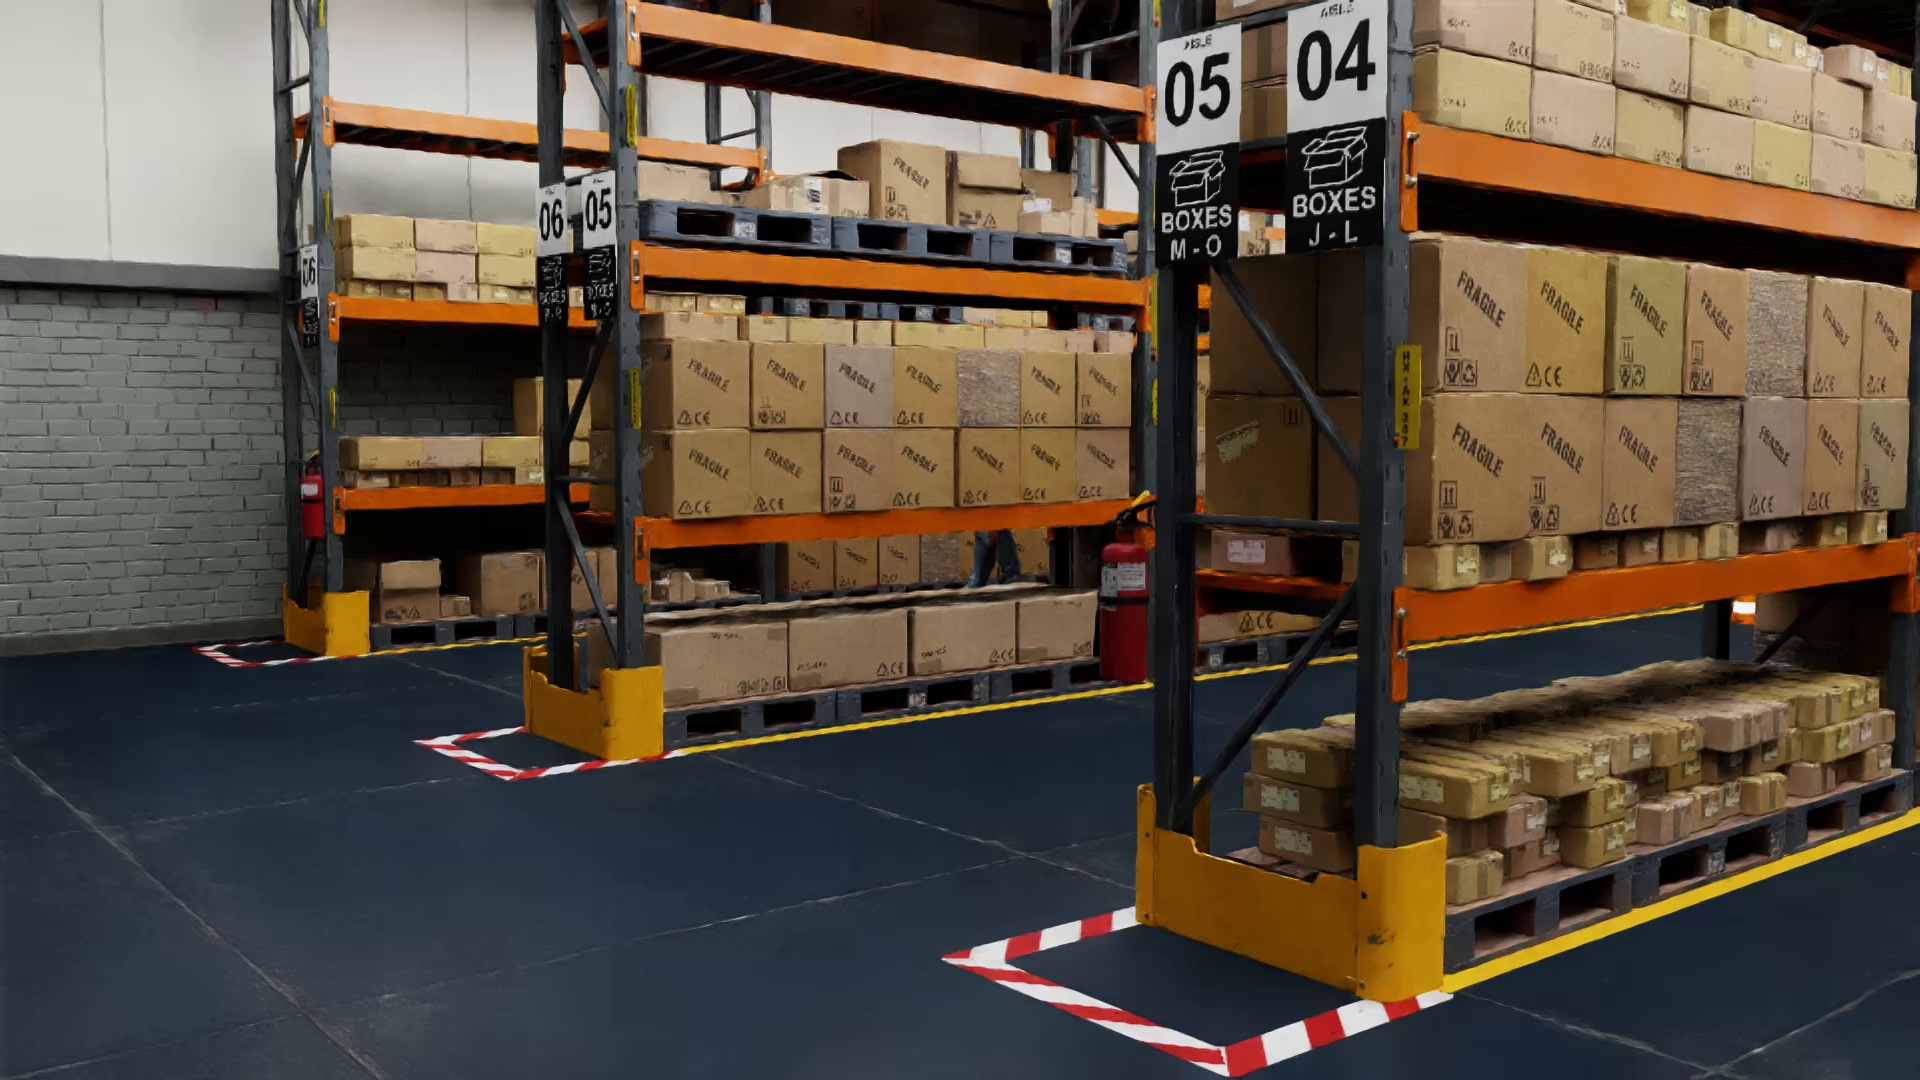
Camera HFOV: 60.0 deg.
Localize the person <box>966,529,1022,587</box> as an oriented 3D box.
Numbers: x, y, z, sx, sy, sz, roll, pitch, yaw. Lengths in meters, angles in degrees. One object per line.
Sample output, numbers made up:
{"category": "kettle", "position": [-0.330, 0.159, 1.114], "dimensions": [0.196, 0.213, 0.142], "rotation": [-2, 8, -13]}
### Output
{"category": "person", "position": [0.387, -0.095, 14.346], "dimensions": [0.765, 1.748, 0.623], "rotation": [-1, 4, -16]}
